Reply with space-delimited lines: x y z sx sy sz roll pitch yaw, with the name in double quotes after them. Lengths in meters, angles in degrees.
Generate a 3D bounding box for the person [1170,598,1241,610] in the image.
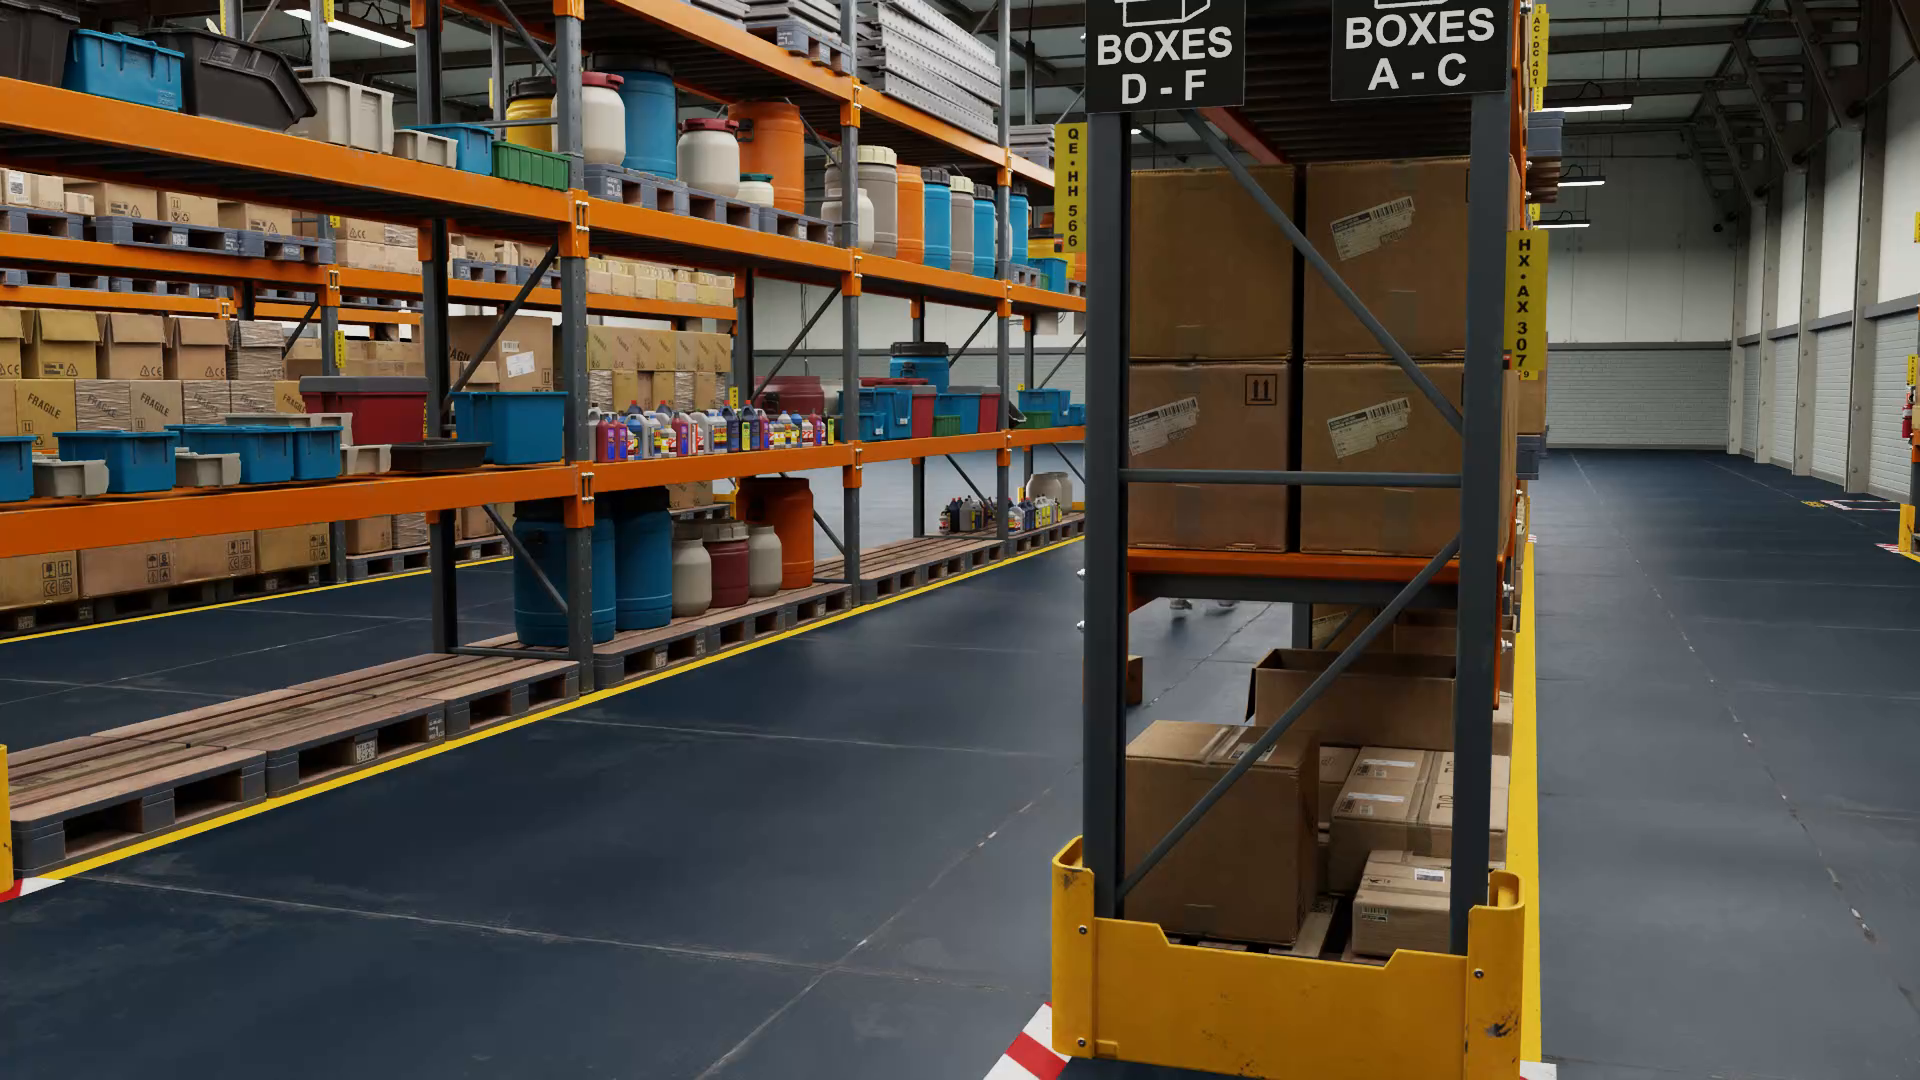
1.902 -0.316 12.892 0.610 1.720 1.015 2 6 24 "person"
